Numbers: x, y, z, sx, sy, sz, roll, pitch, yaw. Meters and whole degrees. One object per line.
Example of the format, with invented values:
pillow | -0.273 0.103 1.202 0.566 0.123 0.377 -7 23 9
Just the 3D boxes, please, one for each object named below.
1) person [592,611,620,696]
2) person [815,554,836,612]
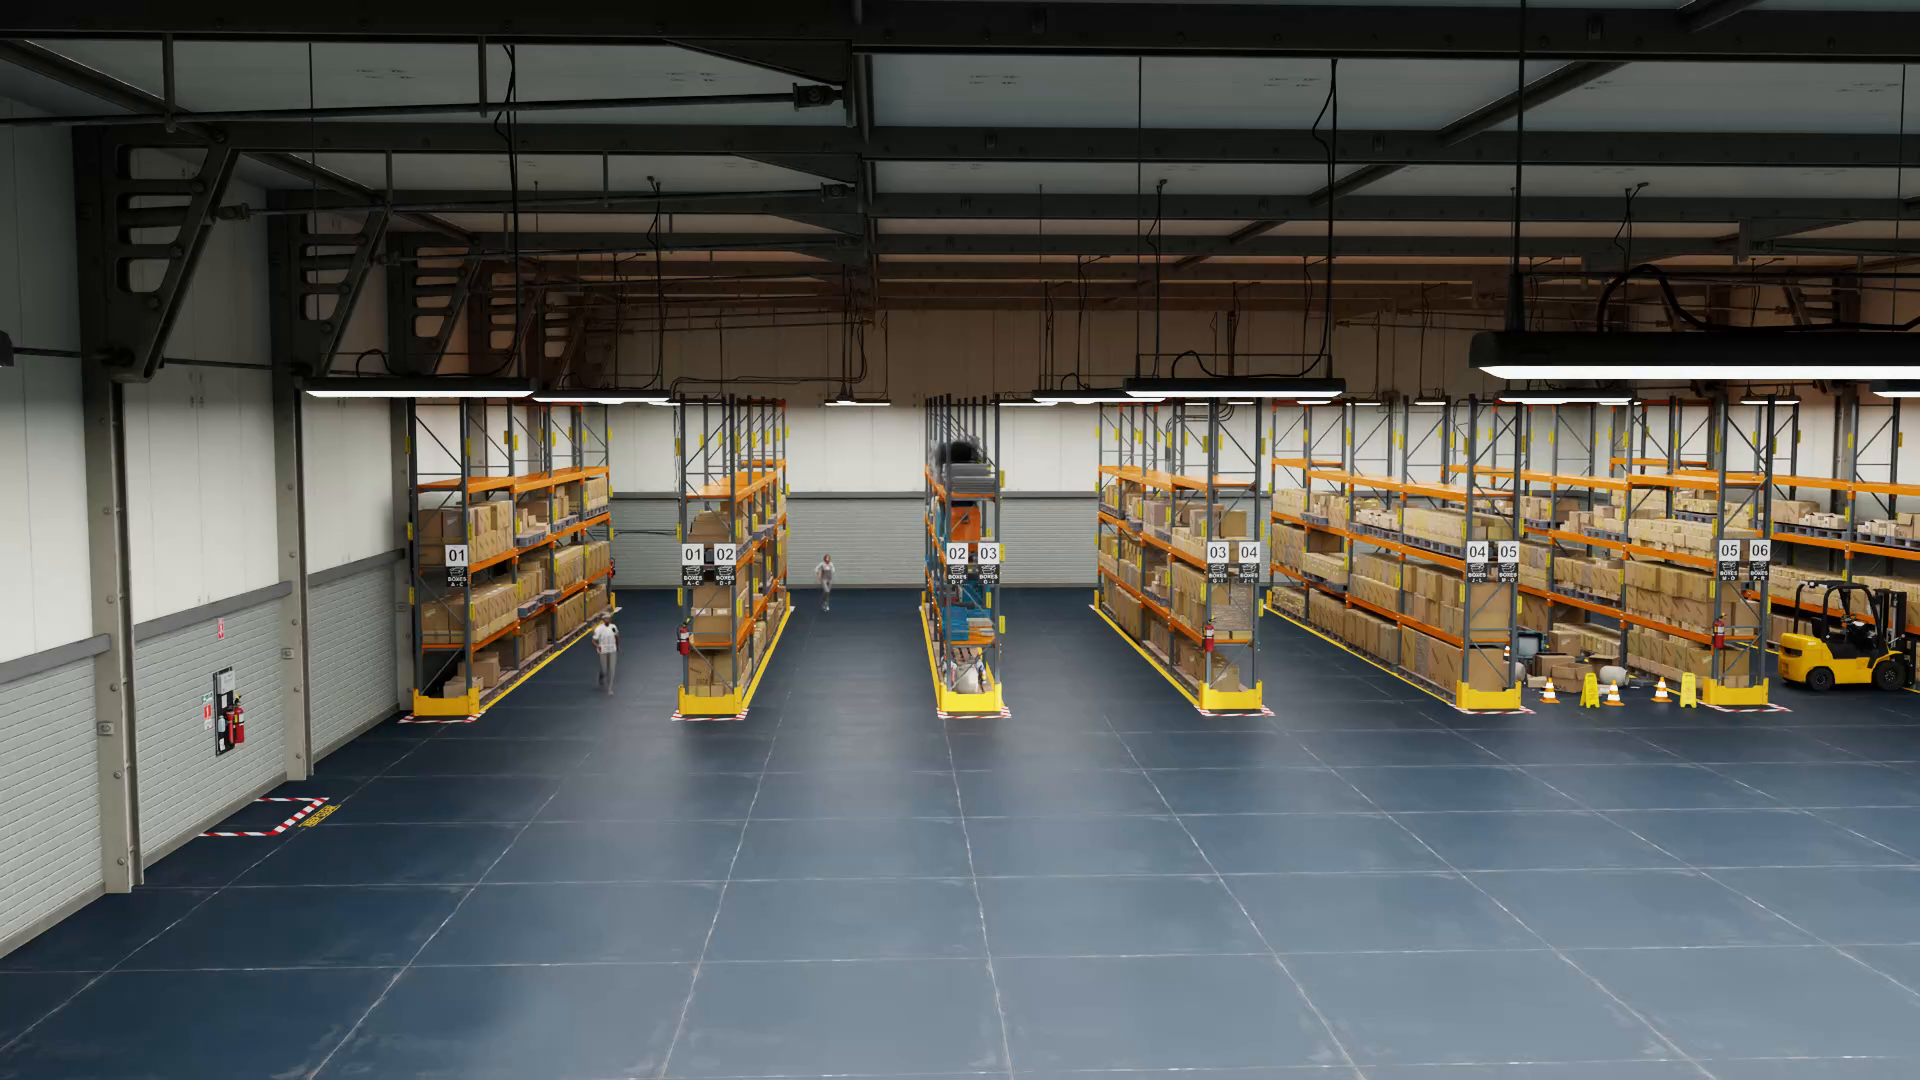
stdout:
person | -7.094 2.260 33.403 0.582 1.686 0.780 -2 5 -23
person | -3.788 1.217 47.060 0.531 1.640 0.751 -2 5 -26
